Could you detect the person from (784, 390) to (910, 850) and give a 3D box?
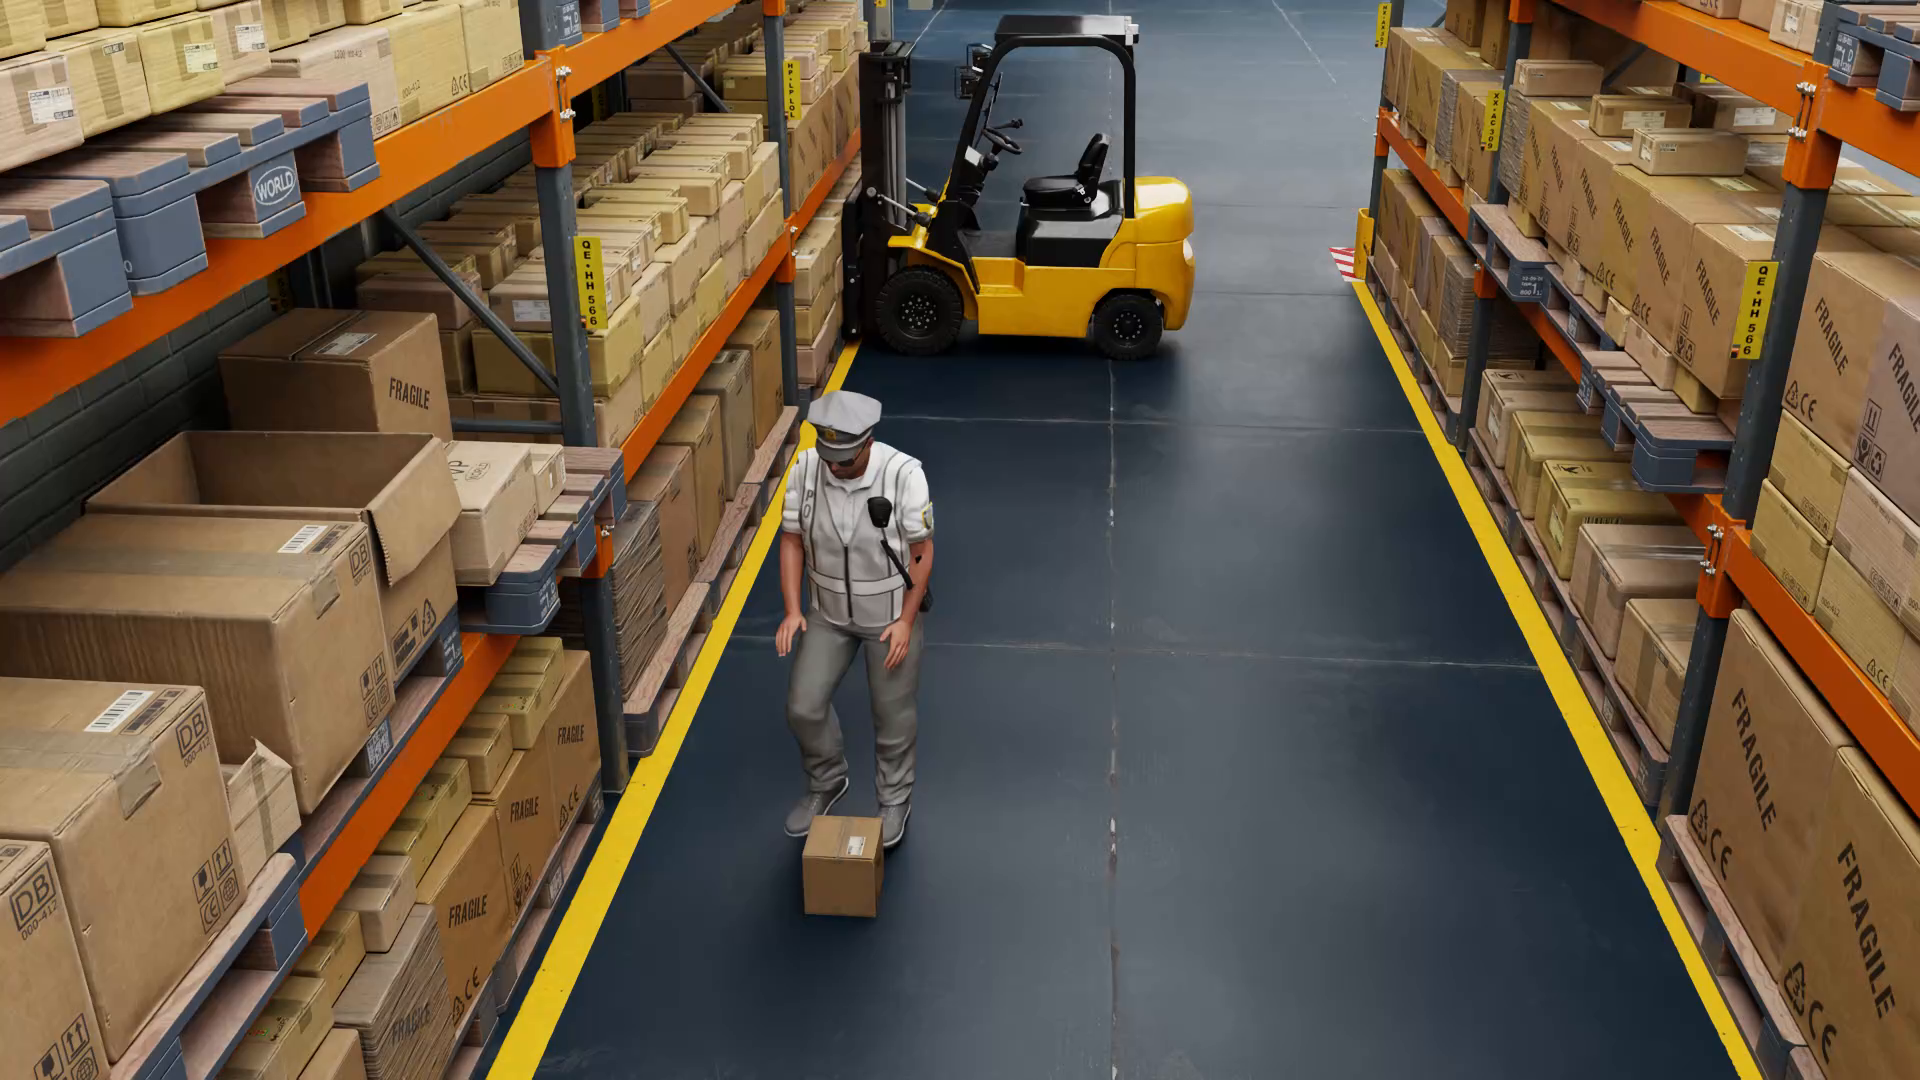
[{"bbox_3d":[-0.432,0.304,5.932,0.463,1.759,0.399,6,25,13],"label":"person"}]
